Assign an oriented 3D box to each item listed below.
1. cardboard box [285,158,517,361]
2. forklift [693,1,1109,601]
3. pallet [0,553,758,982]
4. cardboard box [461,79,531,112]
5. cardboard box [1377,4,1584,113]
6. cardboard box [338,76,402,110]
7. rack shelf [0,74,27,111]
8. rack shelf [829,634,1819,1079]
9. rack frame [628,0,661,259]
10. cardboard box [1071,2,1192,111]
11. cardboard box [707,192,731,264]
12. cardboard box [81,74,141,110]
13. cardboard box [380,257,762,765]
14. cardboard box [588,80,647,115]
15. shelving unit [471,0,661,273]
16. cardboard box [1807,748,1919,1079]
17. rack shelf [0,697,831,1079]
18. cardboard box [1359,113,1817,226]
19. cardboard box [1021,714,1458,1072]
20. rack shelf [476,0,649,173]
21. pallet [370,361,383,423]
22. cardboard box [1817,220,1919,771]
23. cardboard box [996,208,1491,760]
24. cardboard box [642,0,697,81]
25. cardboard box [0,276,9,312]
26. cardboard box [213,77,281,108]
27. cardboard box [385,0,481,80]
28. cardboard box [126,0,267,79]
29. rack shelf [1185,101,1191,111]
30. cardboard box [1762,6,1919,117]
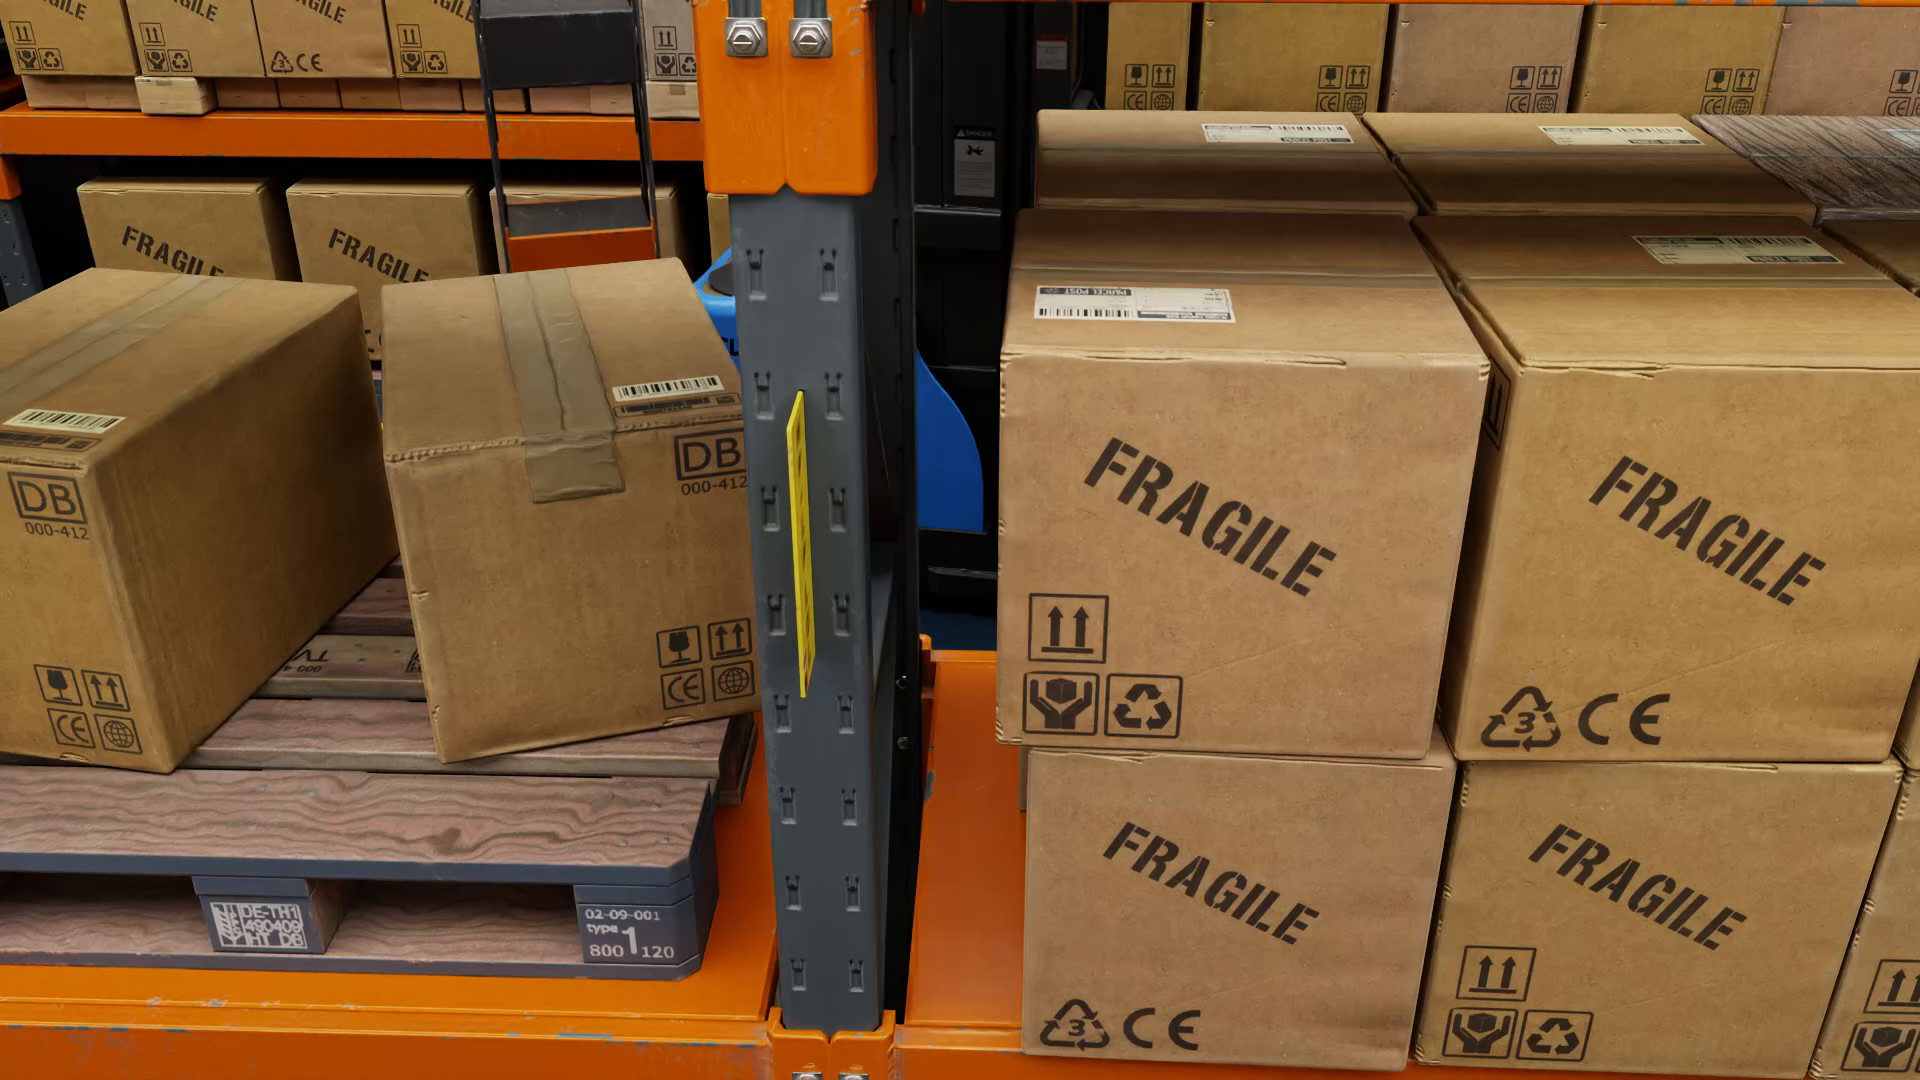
[{"bbox_3d":[-2.375,-1.270,7.289,0.750,0.750,0.750,1,28,2],"label":"cardboard box"},{"bbox_3d":[0.617,-1.243,5.465,3.031,2.935,1.130,5,28,9],"label":"forklift"},{"bbox_3d":[-0.949,0.280,2.723,1.213,0.211,1.003,1,28,2],"label":"pallet"},{"bbox_3d":[-1.864,-1.881,6.843,0.250,0.149,0.380,2,28,3],"label":"cardboard box"},{"bbox_3d":[2.015,-2.153,6.788,0.700,0.700,0.980,0,28,-1],"label":"cardboard box"},{"bbox_3d":[-2.373,-1.901,6.880,0.250,0.149,0.380,1,28,3],"label":"cardboard box"},{"bbox_3d":[-5.980,-1.840,7.287,4.000,0.370,1.077,1,28,2],"label":"rack shelf"},{"bbox_3d":[1.844,0.611,2.663,4.000,0.370,1.077,1,28,2],"label":"rack shelf"},{"bbox_3d":[-1.058,-0.942,5.785,0.015,2.100,0.400,-7,29,-13],"label":"rack frame"},{"bbox_3d":[0.558,-2.175,6.830,0.700,0.700,0.980,1,28,3],"label":"cardboard box"},{"bbox_3d":[-0.638,-1.245,7.242,0.750,0.750,0.750,1,28,2],"label":"cardboard box"},{"bbox_3d":[-3.409,-1.901,6.880,0.250,0.149,0.380,1,28,2],"label":"cardboard box"},{"bbox_3d":[-0.620,-0.082,2.648,0.500,0.500,0.700,-8,29,-15],"label":"cardboard box"},{"bbox_3d":[-1.350,-1.860,6.803,0.250,0.149,0.380,1,28,2],"label":"cardboard box"},{"bbox_3d":[-1.294,-0.913,5.731,0.503,2.100,0.431,-7,29,-13],"label":"shelving unit"},{"bbox_3d":[1.357,0.368,2.247,0.500,0.500,0.500,1,28,2],"label":"cardboard box"},{"bbox_3d":[-2.153,0.545,2.788,4.000,0.370,1.077,1,28,2],"label":"rack shelf"},{"bbox_3d":[0.872,-0.332,2.499,0.500,0.500,0.500,0,28,1],"label":"cardboard box"},{"bbox_3d":[0.345,0.352,2.277,0.500,0.500,0.500,2,28,3],"label":"cardboard box"},{"bbox_3d":[-1.294,-1.520,5.409,0.480,0.518,0.431,-7,29,-13],"label":"rack shelf"},{"bbox_3d":[-1.980,-0.823,7.578,1.213,0.211,1.003,1,28,2],"label":"pallet"},{"bbox_3d":[1.336,-0.070,2.004,0.500,0.500,0.500,0,28,0],"label":"cardboard box"},{"bbox_3d":[0.306,-0.087,2.036,0.500,0.500,0.500,2,28,3],"label":"cardboard box"},{"bbox_3d":[-0.964,-2.137,6.633,0.500,0.500,0.500,1,28,2],"label":"cardboard box"},{"bbox_3d":[-4.702,-1.202,7.515,0.500,0.500,0.700,1,28,3],"label":"cardboard box"},{"bbox_3d":[-2.890,-1.910,6.898,0.250,0.149,0.380,1,28,1],"label":"cardboard box"},{"bbox_3d":[-1.965,-2.155,6.667,0.500,0.500,0.500,2,28,3],"label":"cardboard box"},{"bbox_3d":[-2.981,-2.169,6.693,0.500,0.500,0.500,2,28,3],"label":"cardboard box"},{"bbox_3d":[2.015,-1.708,7.037,4.000,0.370,1.077,1,28,2],"label":"rack shelf"},{"bbox_3d":[3.504,-2.129,6.743,0.700,0.700,0.980,2,28,4],"label":"cardboard box"}]
